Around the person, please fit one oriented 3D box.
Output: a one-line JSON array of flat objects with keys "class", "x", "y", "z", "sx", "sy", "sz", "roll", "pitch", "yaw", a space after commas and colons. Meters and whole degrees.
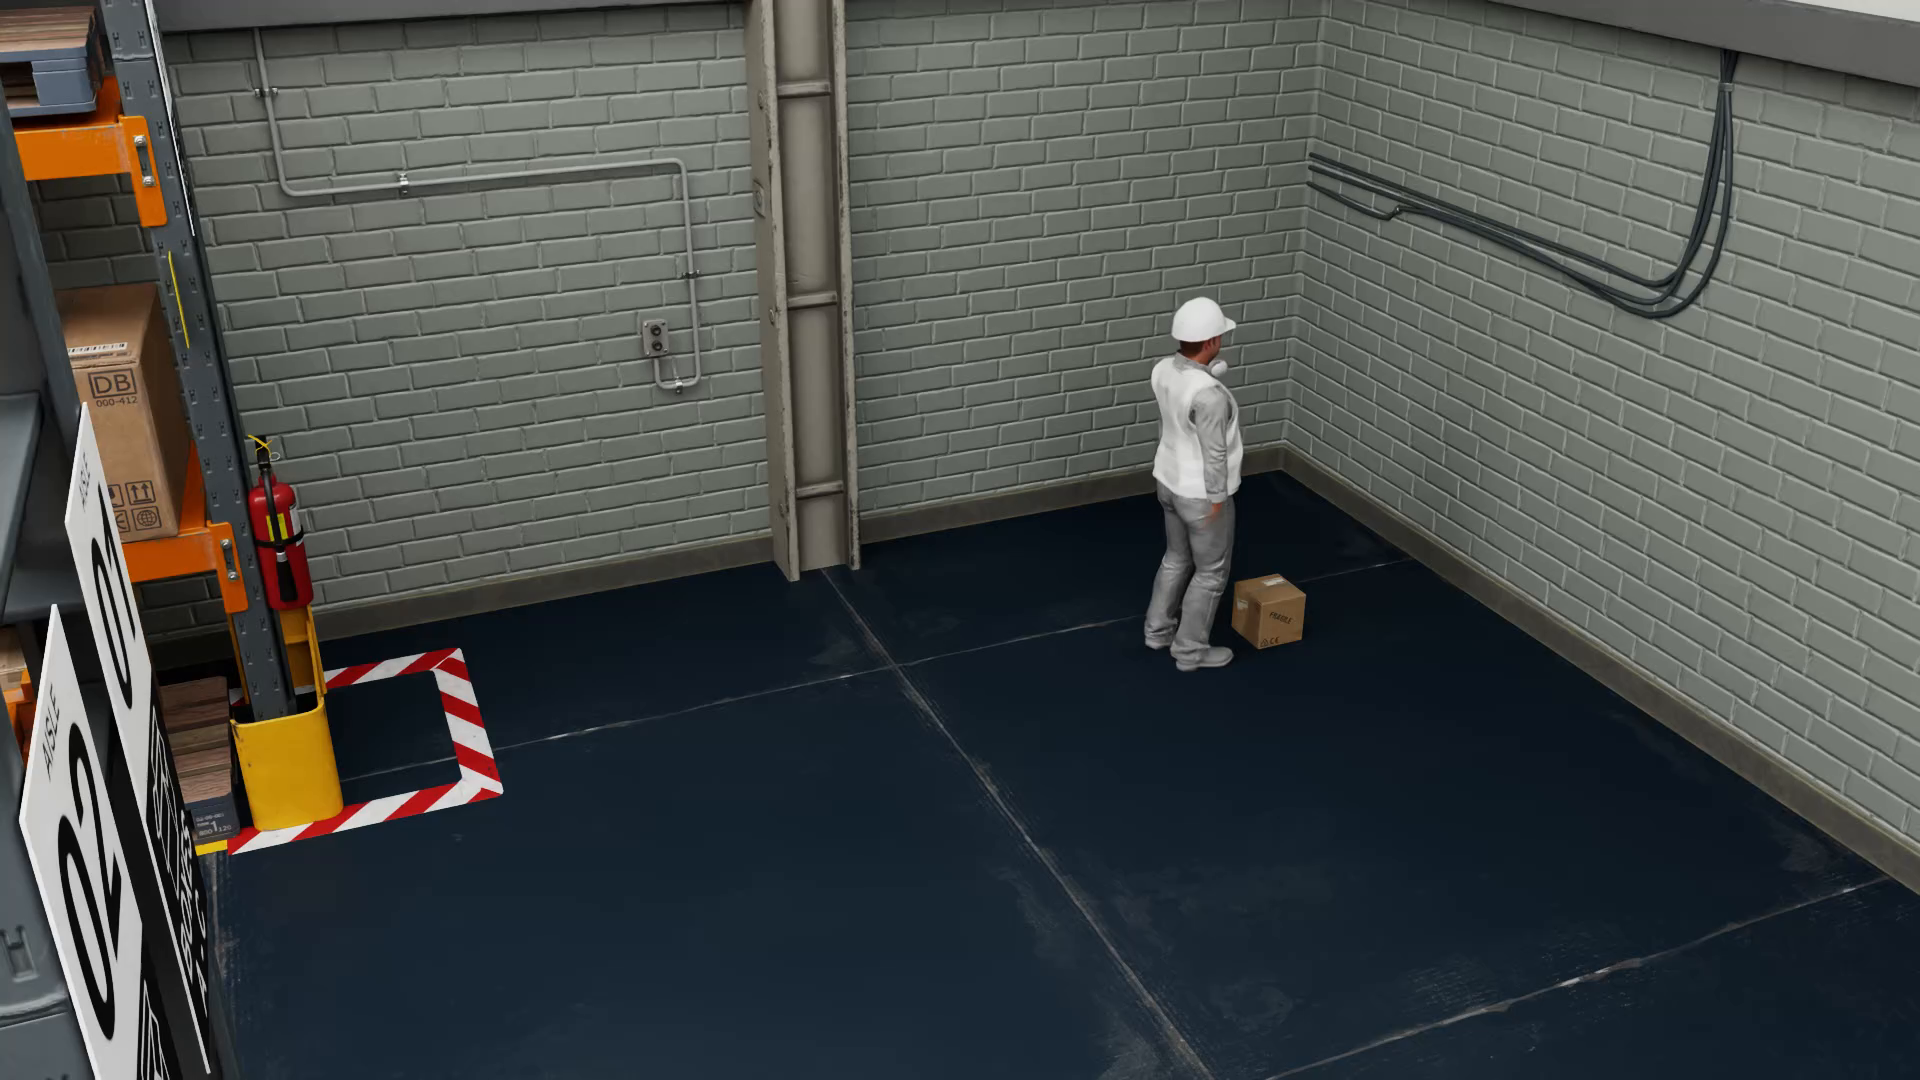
[{"class": "person", "x": 1.078, "y": -0.251, "z": 7.640, "sx": 0.361, "sy": 1.788, "sz": 0.532, "roll": -10, "pitch": 27, "yaw": -19}]
